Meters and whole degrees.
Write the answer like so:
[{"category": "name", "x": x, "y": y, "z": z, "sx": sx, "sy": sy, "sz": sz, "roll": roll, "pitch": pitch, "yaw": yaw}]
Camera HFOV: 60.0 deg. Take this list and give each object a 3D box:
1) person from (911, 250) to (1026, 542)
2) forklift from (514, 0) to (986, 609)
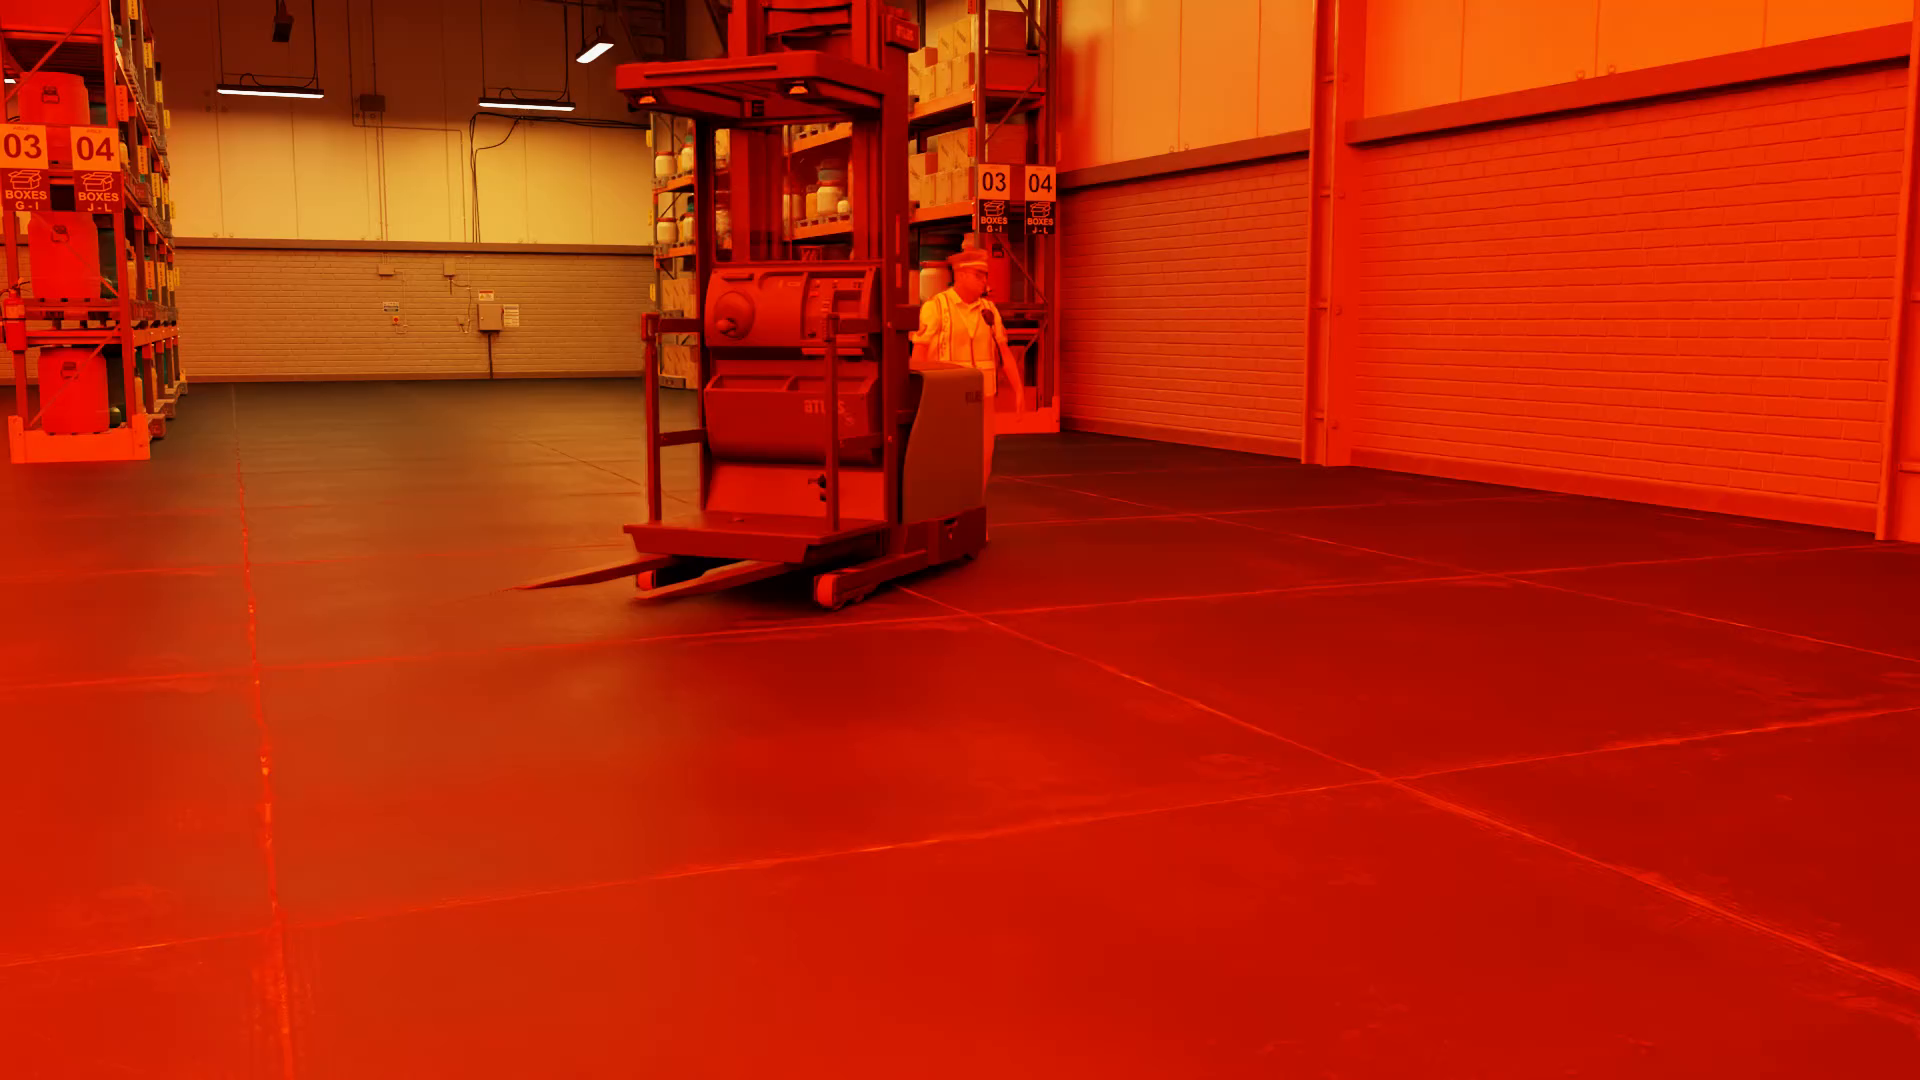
[{"category": "person", "x": 0.065, "y": -0.837, "z": 9.838, "sx": 0.691, "sy": 1.742, "sz": 0.578, "roll": -4, "pitch": 8, "yaw": -27}, {"category": "forklift", "x": -0.928, "y": -1.195, "z": 8.006, "sx": 1.130, "sy": 2.935, "sz": 3.031, "roll": 3, "pitch": 8, "yaw": 24}]
